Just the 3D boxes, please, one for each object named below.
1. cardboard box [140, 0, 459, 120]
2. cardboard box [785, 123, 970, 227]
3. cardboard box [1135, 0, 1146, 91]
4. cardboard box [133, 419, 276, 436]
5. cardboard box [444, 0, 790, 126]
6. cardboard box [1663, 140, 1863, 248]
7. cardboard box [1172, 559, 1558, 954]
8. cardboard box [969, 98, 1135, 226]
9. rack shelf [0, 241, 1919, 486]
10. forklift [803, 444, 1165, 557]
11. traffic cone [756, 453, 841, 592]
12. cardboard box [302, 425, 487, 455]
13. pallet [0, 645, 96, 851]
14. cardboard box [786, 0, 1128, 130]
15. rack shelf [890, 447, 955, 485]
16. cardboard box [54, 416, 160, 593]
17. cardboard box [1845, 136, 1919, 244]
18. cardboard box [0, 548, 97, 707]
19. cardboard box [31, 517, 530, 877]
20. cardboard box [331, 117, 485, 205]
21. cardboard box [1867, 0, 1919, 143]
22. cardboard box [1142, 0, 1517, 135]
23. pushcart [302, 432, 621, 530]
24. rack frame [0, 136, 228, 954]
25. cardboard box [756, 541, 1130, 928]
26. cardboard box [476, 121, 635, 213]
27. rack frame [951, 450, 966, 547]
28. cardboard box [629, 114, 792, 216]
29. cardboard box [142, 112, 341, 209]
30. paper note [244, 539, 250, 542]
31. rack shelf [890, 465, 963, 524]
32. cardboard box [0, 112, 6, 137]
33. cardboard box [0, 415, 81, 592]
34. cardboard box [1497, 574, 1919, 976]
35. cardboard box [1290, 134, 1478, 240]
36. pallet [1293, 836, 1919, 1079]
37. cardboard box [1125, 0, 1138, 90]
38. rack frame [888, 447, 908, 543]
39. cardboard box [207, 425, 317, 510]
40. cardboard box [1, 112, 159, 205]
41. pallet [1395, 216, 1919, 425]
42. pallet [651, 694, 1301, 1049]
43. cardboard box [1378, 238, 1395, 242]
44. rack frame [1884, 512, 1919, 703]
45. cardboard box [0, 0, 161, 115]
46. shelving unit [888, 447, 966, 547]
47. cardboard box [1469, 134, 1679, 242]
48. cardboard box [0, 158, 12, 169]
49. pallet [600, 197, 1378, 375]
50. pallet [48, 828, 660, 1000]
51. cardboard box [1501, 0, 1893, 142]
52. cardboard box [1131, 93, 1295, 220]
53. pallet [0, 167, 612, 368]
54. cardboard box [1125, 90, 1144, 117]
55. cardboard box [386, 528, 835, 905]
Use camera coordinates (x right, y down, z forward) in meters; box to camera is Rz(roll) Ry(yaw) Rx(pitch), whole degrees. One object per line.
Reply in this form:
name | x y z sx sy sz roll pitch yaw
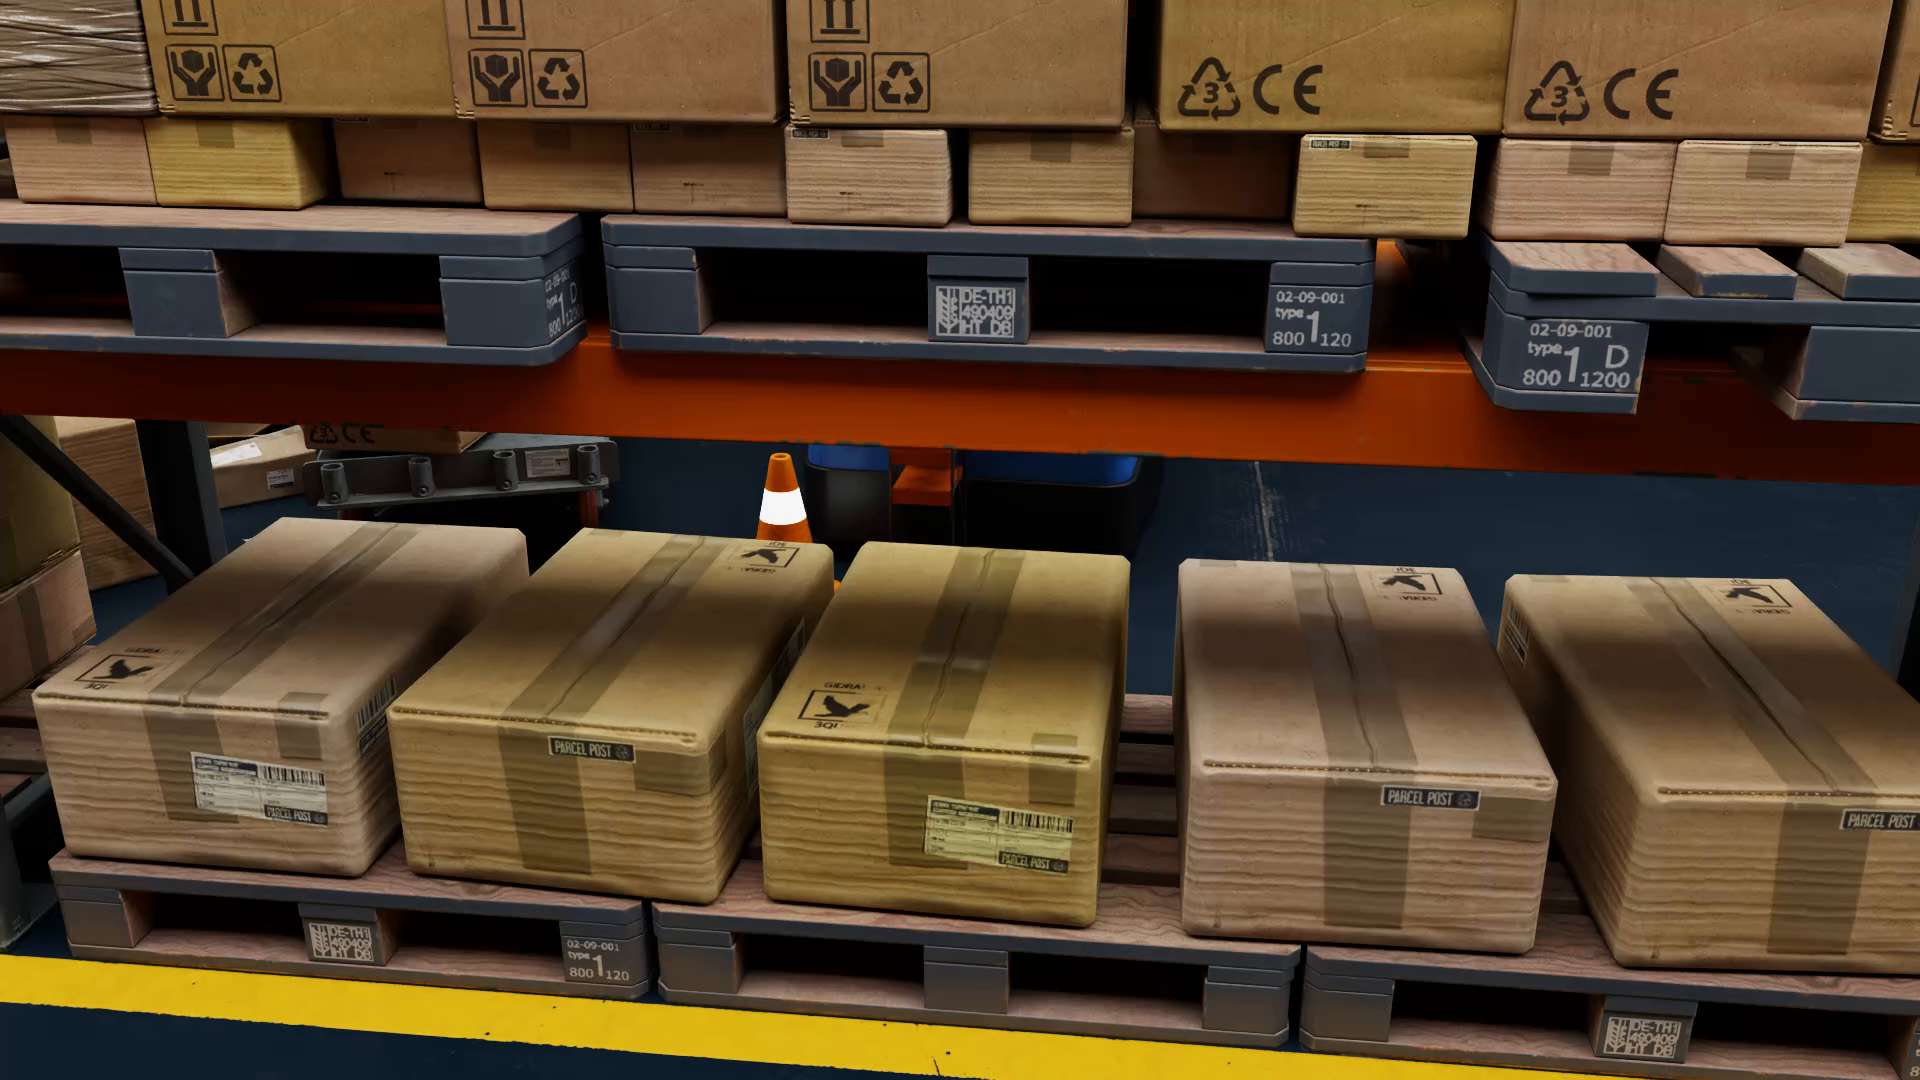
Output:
cardboard box | -0.988 -0.983 2.735 0.500 0.500 0.500 3 22 6
cardboard box | -0.115 -0.622 2.704 0.250 0.149 0.380 3 22 8
cardboard box | 0.589 -1.101 3.033 0.500 0.500 0.500 3 22 7
cardboard box | -2.918 -0.636 6.179 0.503 0.637 0.797 2 22 6
cardboard box | -0.499 -0.957 2.668 0.500 0.500 0.500 2 22 6
cardboard box | 1.171 -0.563 2.554 0.250 0.149 0.380 2 22 6
cardboard box | 0.761 0.393 3.368 0.625 0.372 0.950 2 22 5
cardboard box | 0.153 -0.621 2.702 0.250 0.149 0.380 2 22 5
rack shelf | 0.069 -0.328 3.169 4.000 0.370 1.077 2 22 6
forklift | 0.289 -1.809 6.030 1.130 2.935 3.031 4 22 10
traffic cone | -0.521 -0.027 4.879 0.334 0.463 0.336 2 22 6
cardboard box | -1.738 -0.590 5.223 0.500 0.500 0.500 2 22 6
pallet | -2.589 0.531 3.809 1.213 0.211 1.003 2 22 6
cardboard box | 0.012 -0.939 2.622 0.500 0.500 0.500 2 22 4
rack shelf | -0.094 -0.257 4.906 0.180 0.103 0.258 3 22 9
cardboard box | -2.822 -0.131 5.089 0.500 0.500 0.500 -19 28 -40
cardboard box | 1.427 -0.568 2.568 0.250 0.149 0.380 3 22 7
cardboard box | -2.472 0.210 3.998 0.500 0.250 0.500 2 22 4
cardboard box | -1.396 0.299 3.607 0.625 0.372 0.950 3 22 7
cardboard box | -0.869 -0.690 2.877 0.250 0.149 0.380 4 22 10
cardboard box | 1.570 -0.875 2.461 0.500 0.500 0.500 2 22 5
cardboard box | 0.554 -0.915 2.561 0.500 0.500 0.500 1 22 3
pushcart | -1.699 -0.365 5.849 0.936 0.377 1.648 -5 22 -12
rack frame | -1.918 -0.750 3.256 0.127 3.000 1.000 2 22 6
cardboard box | 0.009 0.358 3.457 0.625 0.372 0.950 3 22 8
cardboard box | -0.618 -0.664 2.810 0.250 0.149 0.380 3 22 7
rack frame | -0.003 -0.405 4.831 0.006 1.200 0.240 3 22 9
cardboard box | -0.373 -0.653 2.781 0.250 0.149 0.380 3 22 7
cardboard box | -1.159 -0.675 2.837 0.250 0.149 0.380 3 22 7
paper note | -2.243 -0.015 5.435 0.142 0.019 0.148 2 22 6
rack shelf | -0.094 -0.146 4.950 0.180 0.103 0.258 3 22 9
cardboard box | -2.322 -1.055 3.488 0.500 0.500 0.500 2 22 6
cardboard box | -2.472 -0.139 3.860 0.500 0.500 0.500 4 22 9
cardboard box | 1.495 0.422 3.295 0.625 0.372 0.950 1 22 3
cardboard box | 0.647 -0.584 2.606 0.250 0.149 0.380 3 22 7
pallet | 1.279 0.686 3.418 1.213 0.211 1.003 2 22 6
cardboard box | 0.093 -1.126 3.095 0.500 0.500 0.500 2 22 4
rack frame | -0.184 -0.416 4.859 0.006 1.200 0.240 3 22 9
cardboard box | -2.474 -0.297 5.830 0.396 0.266 0.258 -14 25 -31
cardboard box | -1.406 -0.689 2.873 0.250 0.149 0.380 3 22 7
pallet | 1.334 -0.479 2.833 1.003 0.211 1.213 2 22 6
pallet | 0.071 0.632 3.553 1.213 0.211 1.003 2 22 6
cardboard box | 1.943 -1.596 7.887 0.750 0.750 1.050 2 22 6
rack frame | 2.055 -0.576 2.818 0.127 3.000 1.000 2 22 6
cardboard box | -1.486 -1.005 2.789 0.500 0.500 0.500 3 22 8
shelving unit | -0.094 -0.410 4.845 0.189 1.200 0.258 3 22 9
cardboard box | 0.922 -0.577 2.589 0.250 0.149 0.380 1 22 4
cardboard box | -2.193 -0.763 3.633 0.250 0.149 0.380 2 22 6
pallet | 0.084 -0.558 3.032 1.213 0.211 1.003 2 22 6
pallet | -1.144 0.580 3.685 1.213 0.211 1.003 2 22 6
cardboard box | 1.056 -0.893 2.507 0.500 0.500 0.500 2 22 5
cardboard box | 0.412 -0.640 2.750 0.250 0.149 0.380 3 22 7
pallet | -1.176 -0.574 3.073 1.213 0.211 1.003 2 22 6
cardboard box | 0.406 -0.789 3.127 0.250 0.149 0.380 3 22 8
cardboard box | -0.682 0.329 3.531 0.625 0.372 0.950 4 22 10
